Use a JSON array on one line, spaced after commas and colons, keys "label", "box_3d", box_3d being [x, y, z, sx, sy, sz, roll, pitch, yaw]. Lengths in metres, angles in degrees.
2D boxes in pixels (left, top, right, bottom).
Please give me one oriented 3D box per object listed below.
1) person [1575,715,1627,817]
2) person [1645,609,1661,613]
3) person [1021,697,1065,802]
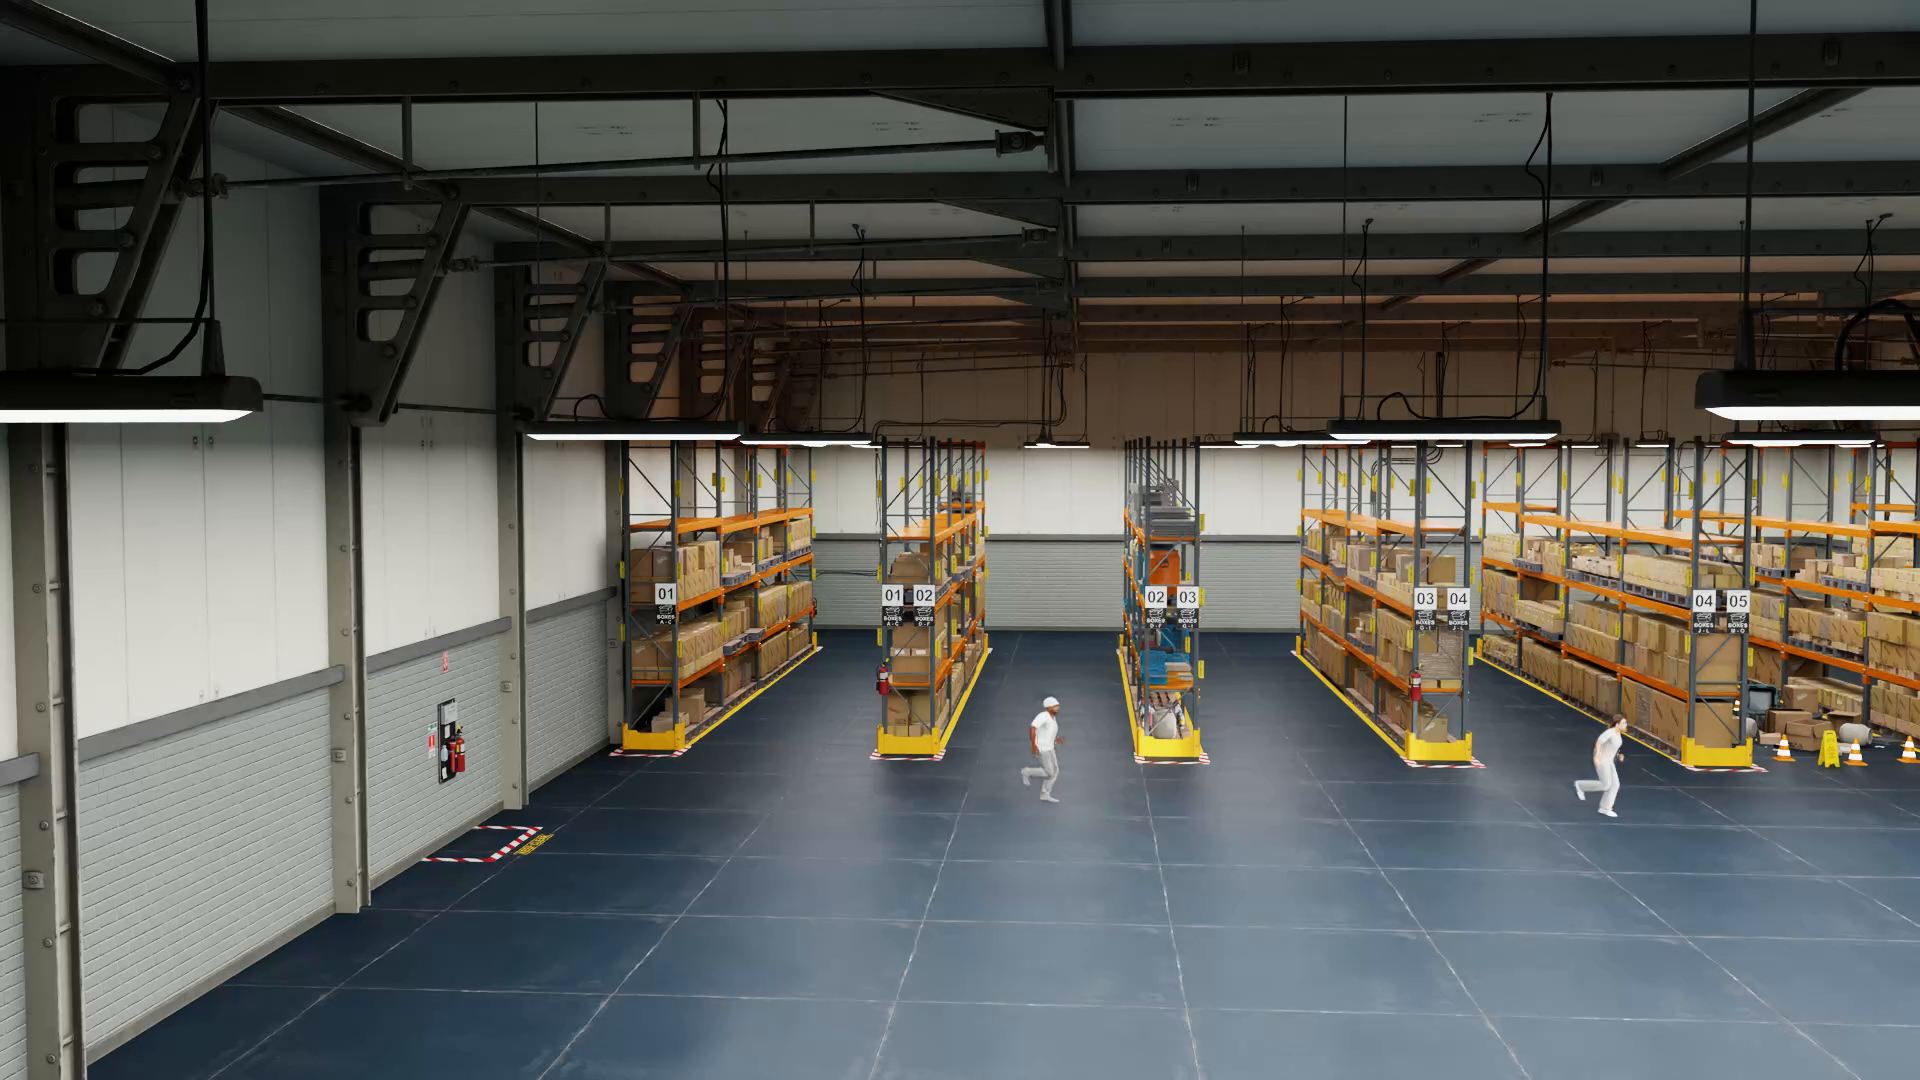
[{"label": "person", "box_3d": [10.137, 3.538, 26.295, 0.778, 1.612, 0.559, 2, 4, 38]}, {"label": "person", "box_3d": [20.007, 2.303, 47.592, 0.751, 1.749, 0.684, 0, 3, -5]}, {"label": "person", "box_3d": [1.351, 3.427, 27.235, 0.702, 1.718, 0.739, 1, 3, 24]}]
